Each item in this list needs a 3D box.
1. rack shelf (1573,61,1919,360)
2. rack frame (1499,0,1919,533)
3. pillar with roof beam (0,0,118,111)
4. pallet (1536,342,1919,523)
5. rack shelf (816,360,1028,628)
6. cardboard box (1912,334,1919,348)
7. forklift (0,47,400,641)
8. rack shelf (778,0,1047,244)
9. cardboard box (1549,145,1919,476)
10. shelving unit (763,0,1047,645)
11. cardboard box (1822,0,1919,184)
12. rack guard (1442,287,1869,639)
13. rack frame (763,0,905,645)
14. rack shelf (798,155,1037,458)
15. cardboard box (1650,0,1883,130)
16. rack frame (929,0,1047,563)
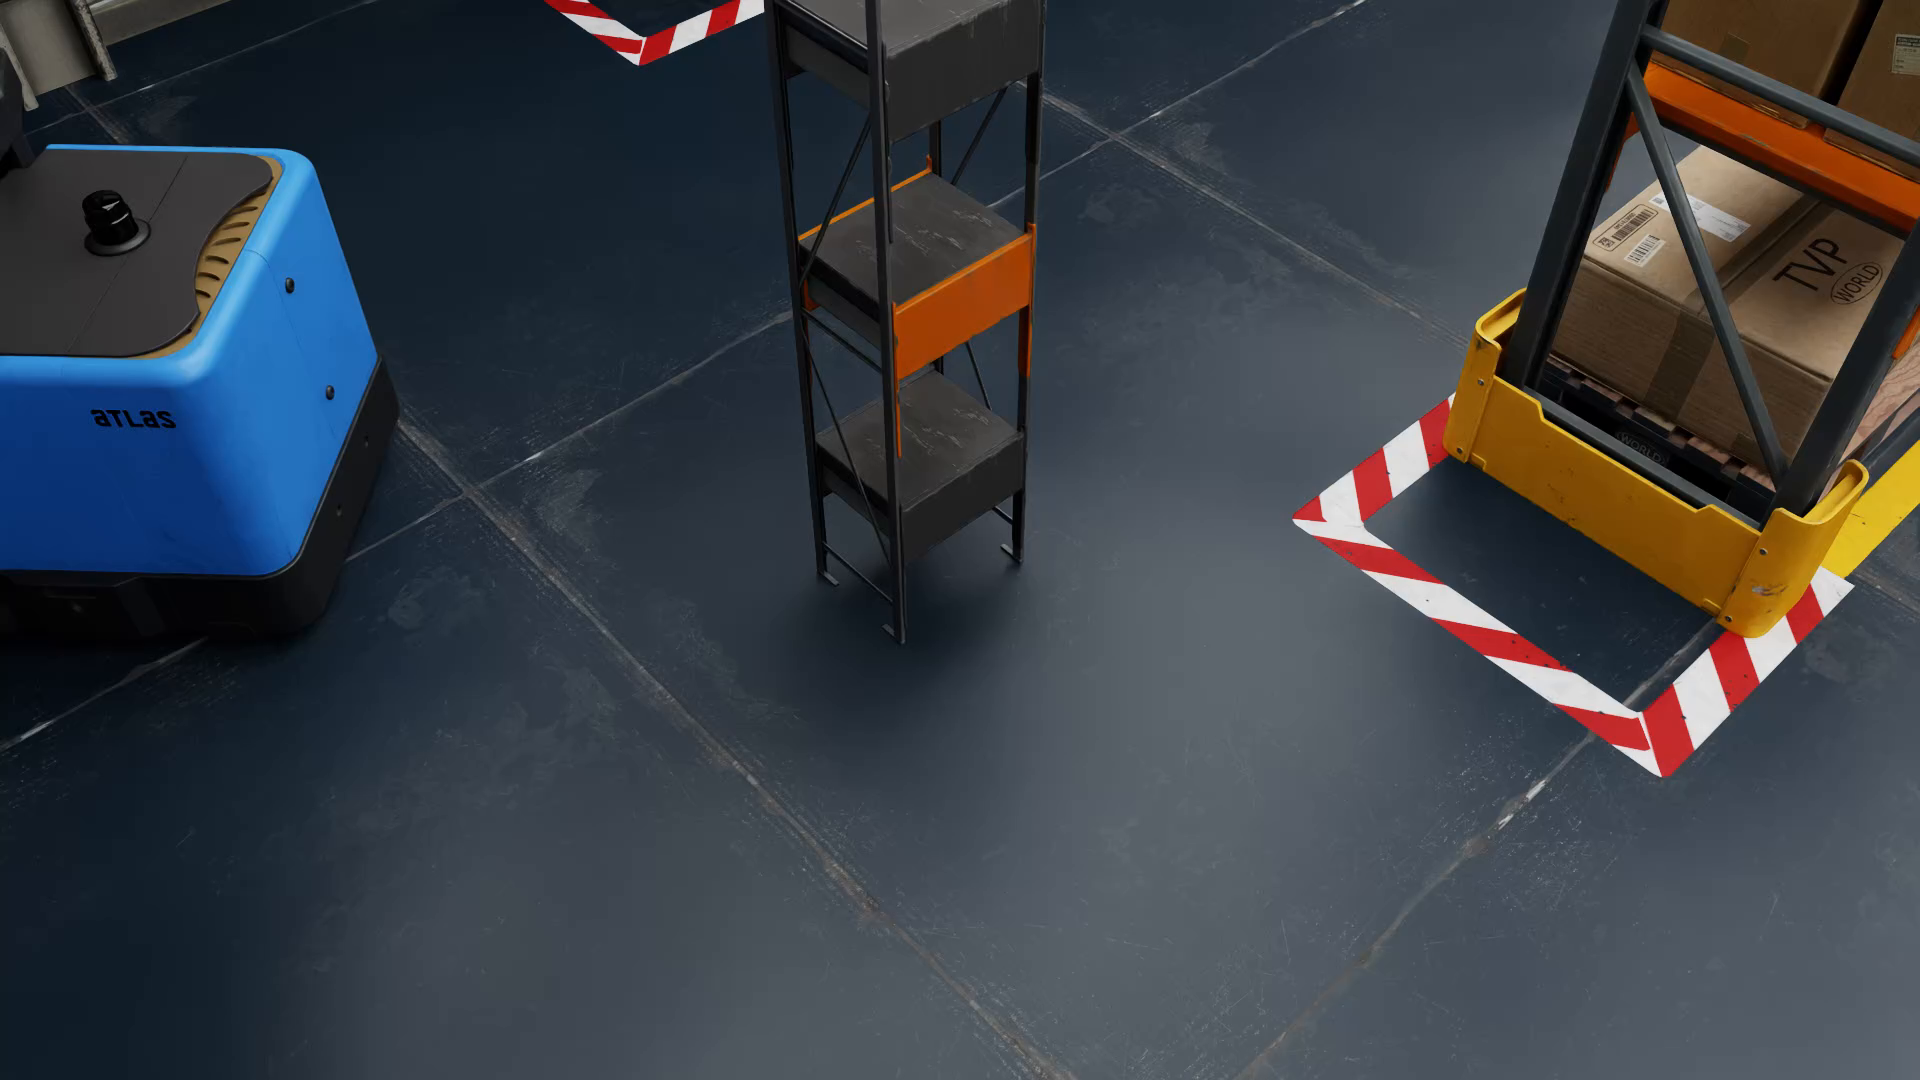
[{"bbox_3d":[3.597,-1.862,5.417,4.000,0.370,1.077,-34,56,-27],"label":"rack shelf"},{"bbox_3d":[2.118,-1.117,4.240,0.127,3.000,1.000,-34,56,-27],"label":"rack frame"},{"bbox_3d":[-0.930,-2.665,1.586,0.400,9.000,9.100,-34,56,-27],"label":"pillar with roof beam"},{"bbox_3d":[2.656,-0.609,5.669,1.213,0.211,1.003,-34,56,-27],"label":"pallet"},{"bbox_3d":[-0.122,-0.146,4.927,0.480,0.518,0.431,-34,56,-27],"label":"rack shelf"},{"bbox_3d":[3.210,-1.228,5.800,0.875,0.438,0.875,-32,55,-26],"label":"cardboard box"},{"bbox_3d":[-3.395,-1.093,4.264,3.031,2.935,1.130,2,47,1],"label":"forklift"},{"bbox_3d":[-0.122,-1.096,3.898,0.480,0.518,0.431,-34,56,-27],"label":"rack shelf"},{"bbox_3d":[2.539,-0.771,5.378,0.875,0.438,0.875,-36,57,-28],"label":"cardboard box"},{"bbox_3d":[-0.122,-0.630,4.403,0.503,2.100,0.431,-34,56,-27],"label":"shelving unit"},{"bbox_3d":[2.666,-1.232,4.278,0.500,0.500,0.500,-34,56,-27],"label":"cardboard box"},{"bbox_3d":[2.100,-0.258,5.147,0.348,0.500,1.175,-34,56,-27],"label":"rack guard"},{"bbox_3d":[-0.303,-0.510,4.292,0.015,2.100,0.400,-34,56,-27],"label":"rack frame"},{"bbox_3d":[-0.122,-0.621,4.413,0.480,0.518,0.431,-34,56,-27],"label":"rack shelf"},{"bbox_3d":[2.296,-1.533,4.556,0.500,0.500,0.500,-33,56,-27],"label":"cardboard box"},{"bbox_3d":[0.058,-0.751,4.514,0.015,2.100,0.400,-34,56,-27],"label":"rack frame"}]
